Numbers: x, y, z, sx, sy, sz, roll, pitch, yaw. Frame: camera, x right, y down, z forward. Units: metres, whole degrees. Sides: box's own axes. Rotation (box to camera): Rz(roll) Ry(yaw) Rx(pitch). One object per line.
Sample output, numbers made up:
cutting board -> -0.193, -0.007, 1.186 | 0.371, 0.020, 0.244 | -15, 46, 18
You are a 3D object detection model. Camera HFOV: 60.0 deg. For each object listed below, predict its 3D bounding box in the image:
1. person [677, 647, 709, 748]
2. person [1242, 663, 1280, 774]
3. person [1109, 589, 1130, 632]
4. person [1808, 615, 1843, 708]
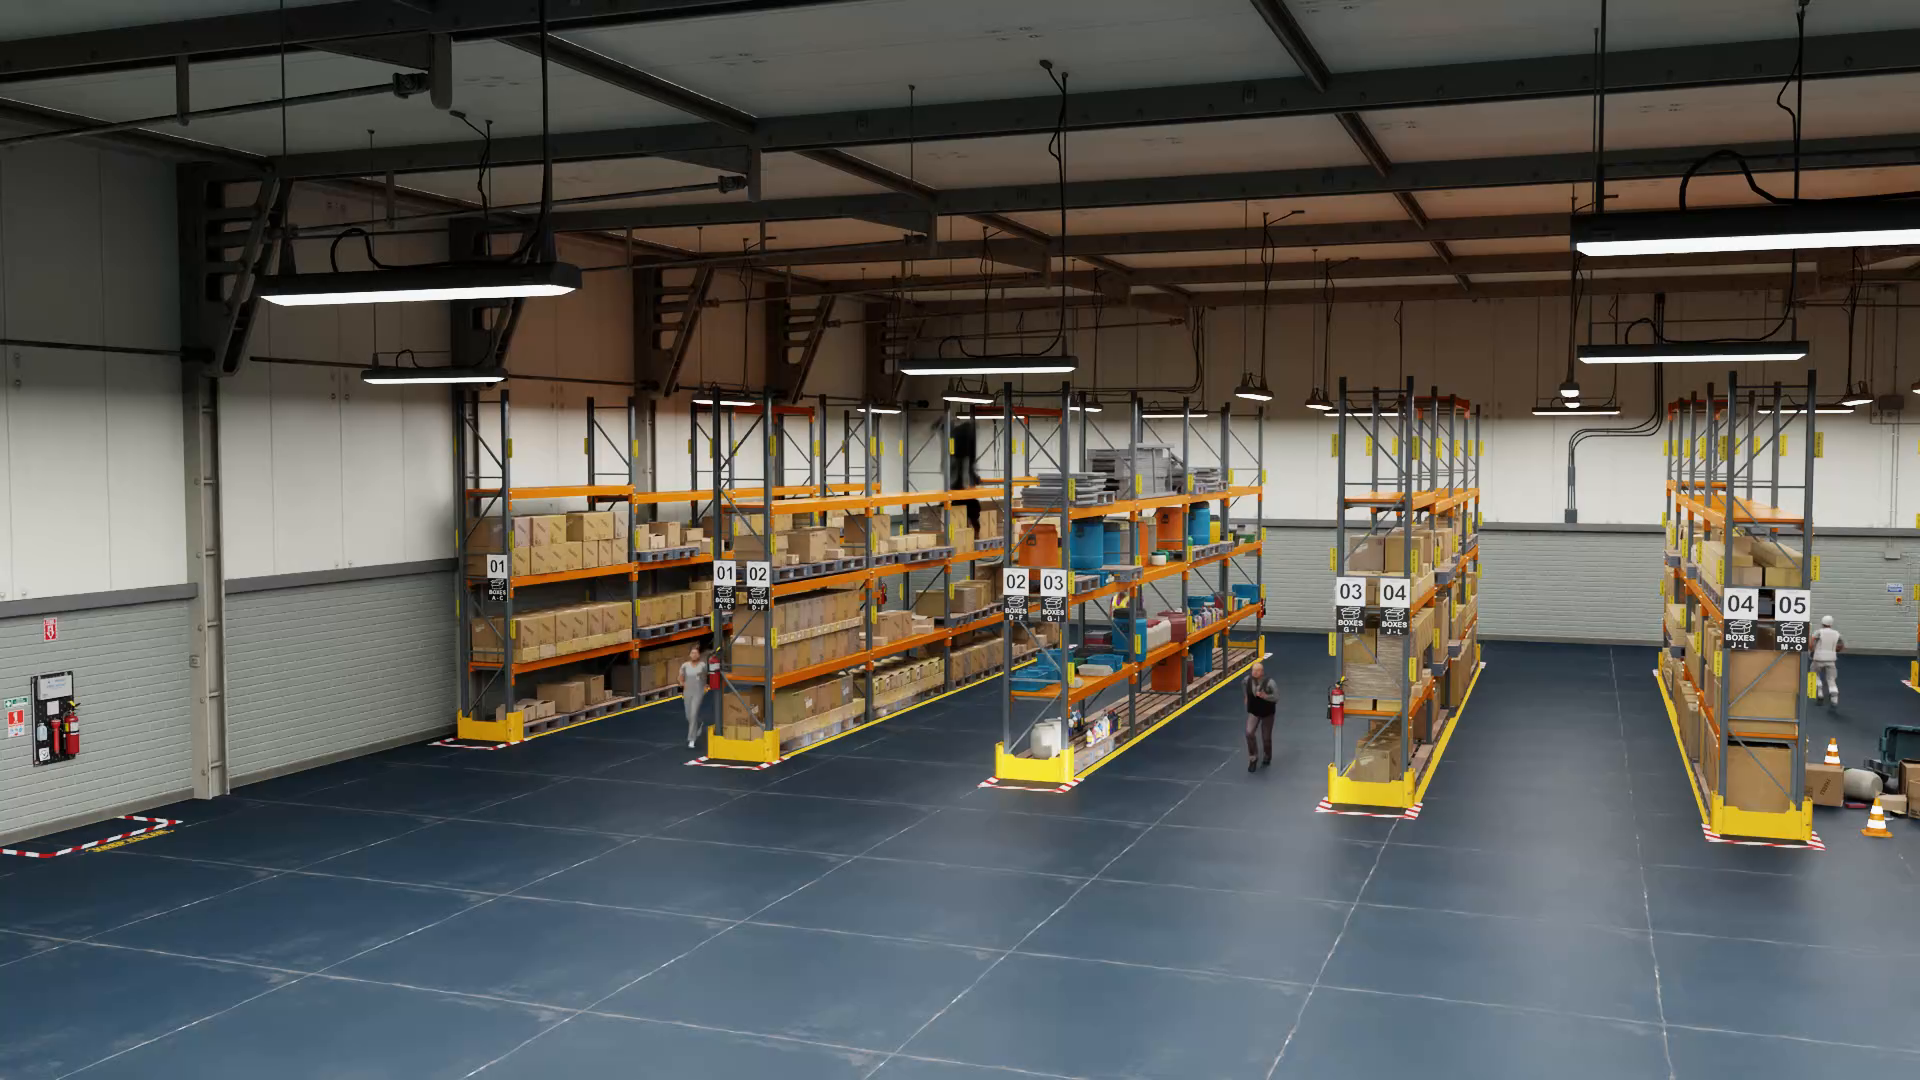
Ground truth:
person -> -4.499, 2.631, 28.135 | 0.563, 1.670, 0.814 | 0, 3, 2
person -> 4.669, 2.742, 25.793 | 0.649, 1.713, 0.938 | 1, 3, 22
person -> 3.554, 1.842, 36.209 | 0.701, 1.835, 0.720 | 1, 3, 25
person -> 16.633, 2.342, 31.994 | 0.663, 1.783, 0.884 | 1, 3, 15
